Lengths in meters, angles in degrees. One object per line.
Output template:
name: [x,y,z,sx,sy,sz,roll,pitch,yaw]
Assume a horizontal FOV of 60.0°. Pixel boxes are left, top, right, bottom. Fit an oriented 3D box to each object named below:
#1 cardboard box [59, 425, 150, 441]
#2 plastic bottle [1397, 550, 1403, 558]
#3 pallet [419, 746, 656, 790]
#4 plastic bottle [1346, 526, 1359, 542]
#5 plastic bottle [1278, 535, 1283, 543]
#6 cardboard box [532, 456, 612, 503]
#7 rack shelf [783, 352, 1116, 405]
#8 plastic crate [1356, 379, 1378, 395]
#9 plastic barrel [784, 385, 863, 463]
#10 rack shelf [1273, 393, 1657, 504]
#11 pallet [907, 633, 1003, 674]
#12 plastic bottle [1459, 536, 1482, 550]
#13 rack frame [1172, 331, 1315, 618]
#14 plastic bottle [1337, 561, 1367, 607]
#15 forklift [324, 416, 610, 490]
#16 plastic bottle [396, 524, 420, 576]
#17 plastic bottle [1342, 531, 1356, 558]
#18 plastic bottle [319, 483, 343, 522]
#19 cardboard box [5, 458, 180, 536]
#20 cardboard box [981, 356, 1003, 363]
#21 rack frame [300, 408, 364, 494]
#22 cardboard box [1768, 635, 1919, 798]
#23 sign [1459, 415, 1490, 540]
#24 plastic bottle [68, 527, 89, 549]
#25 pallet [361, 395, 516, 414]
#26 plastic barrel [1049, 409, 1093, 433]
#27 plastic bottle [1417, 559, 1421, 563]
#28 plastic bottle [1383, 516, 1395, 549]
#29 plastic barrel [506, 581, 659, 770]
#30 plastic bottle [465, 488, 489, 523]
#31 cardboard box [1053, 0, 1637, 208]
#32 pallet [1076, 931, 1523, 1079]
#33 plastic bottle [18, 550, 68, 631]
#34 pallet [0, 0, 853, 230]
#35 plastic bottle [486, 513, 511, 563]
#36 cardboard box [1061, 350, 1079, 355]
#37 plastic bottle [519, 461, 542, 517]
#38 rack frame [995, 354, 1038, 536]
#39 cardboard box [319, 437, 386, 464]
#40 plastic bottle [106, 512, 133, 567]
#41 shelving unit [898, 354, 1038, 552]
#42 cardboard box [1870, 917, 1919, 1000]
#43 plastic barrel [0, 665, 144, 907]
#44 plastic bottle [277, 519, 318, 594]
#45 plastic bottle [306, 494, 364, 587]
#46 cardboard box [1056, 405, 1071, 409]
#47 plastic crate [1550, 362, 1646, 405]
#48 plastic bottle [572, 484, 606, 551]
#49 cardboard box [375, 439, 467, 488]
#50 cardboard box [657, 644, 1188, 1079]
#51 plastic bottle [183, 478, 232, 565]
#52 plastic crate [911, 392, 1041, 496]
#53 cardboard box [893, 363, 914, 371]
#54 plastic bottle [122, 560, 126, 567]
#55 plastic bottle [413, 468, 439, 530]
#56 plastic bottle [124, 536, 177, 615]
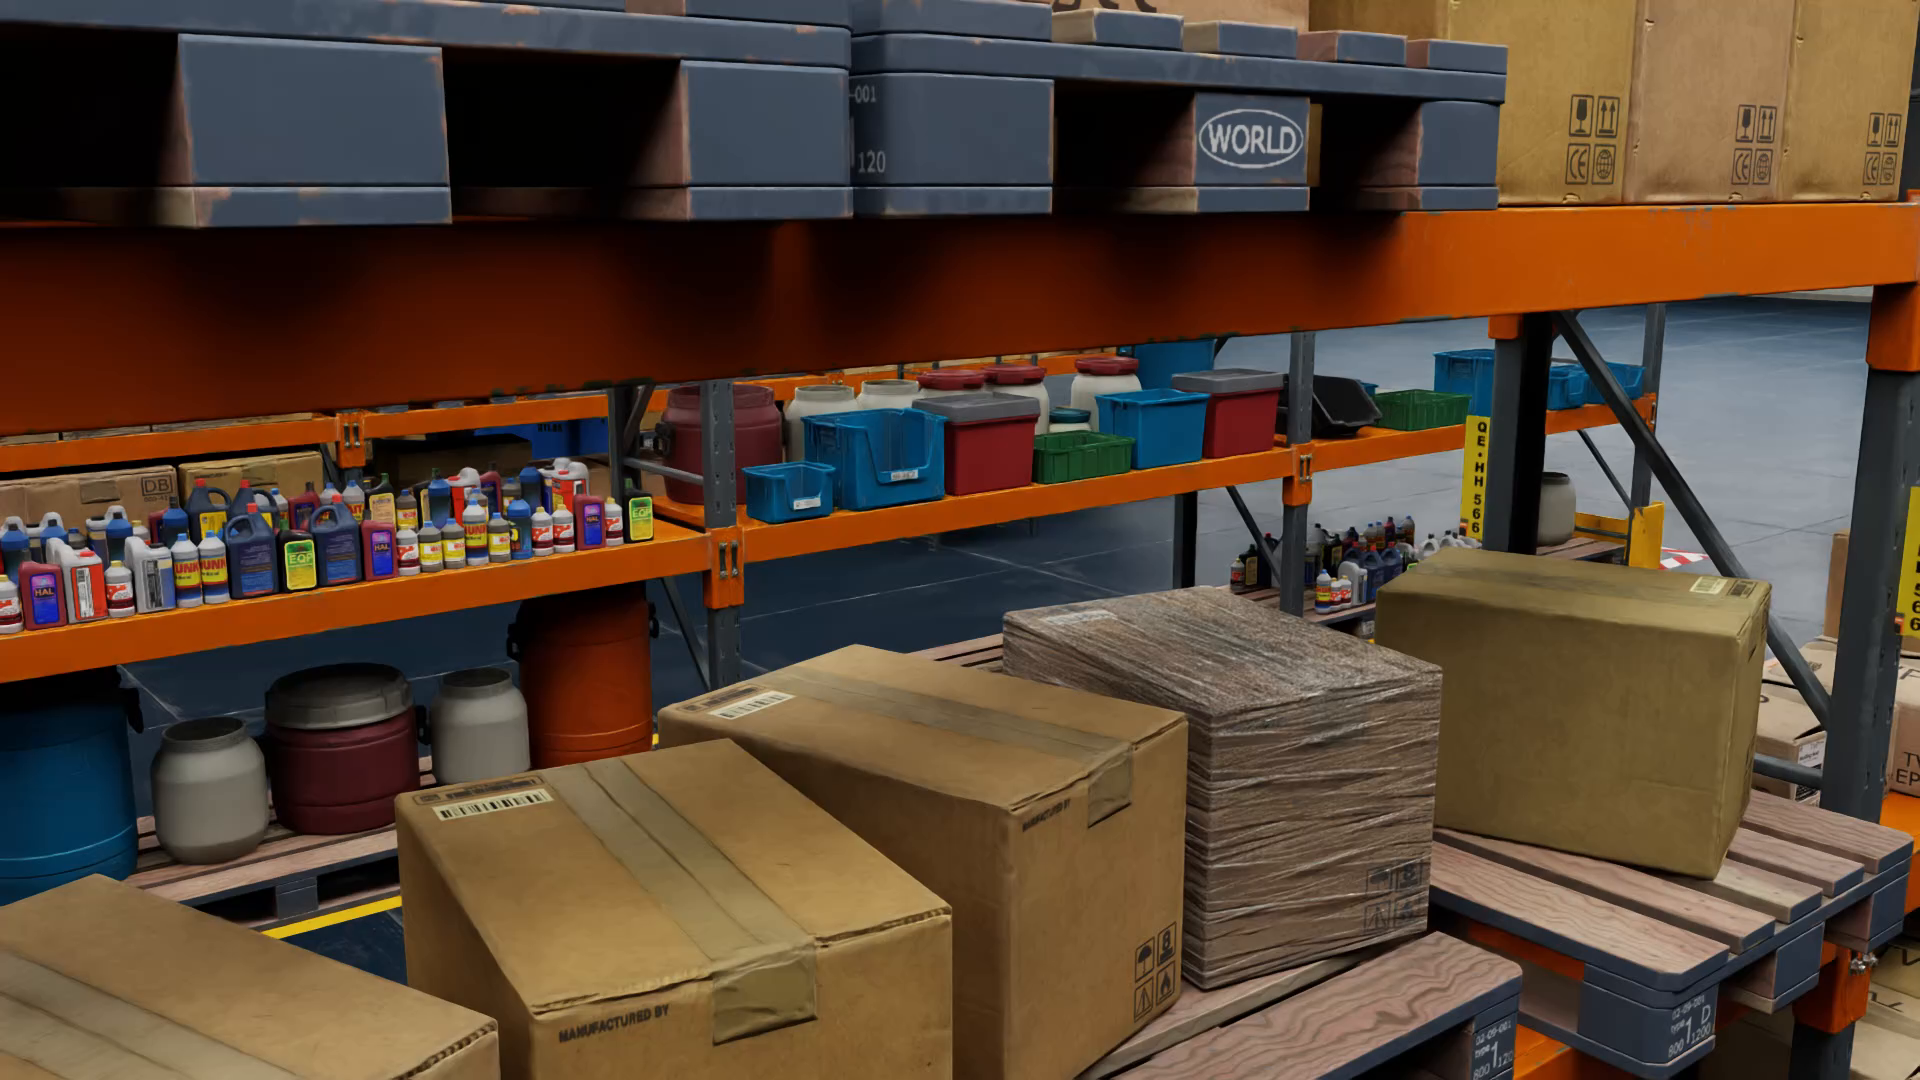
cardboard box: [-5.492,-0.928,10.535,0.500,0.500,0.500,-10,16,-39]
plastic bottle: [2.881,0.202,10.965,0.097,0.271,0.097,0,12,0]
pallet: [-1.960,1.162,7.649,1.213,0.211,1.003,-9,15,-38]
plastic bottle: [2.762,0.039,11.735,0.097,0.271,0.097,0,12,0]
plastic bottle: [2.225,0.095,11.278,0.185,0.351,0.144,-10,16,-40]
cardboard box: [-3.091,-0.346,12.995,0.500,0.500,0.700,-8,14,-33]
rack shelf: [0.220,-1.541,15.397,4.000,0.370,1.077,-9,15,-38]
plastic crate: [2.447,-0.945,11.216,0.616,0.251,0.499,-9,15,-38]
plastic barrel: [-0.701,-0.534,8.653,0.421,0.512,0.421,0,12,0]
rack shelf: [3.315,-0.738,11.614,4.000,0.370,1.077,-9,15,-38]
pallet: [0.211,0.801,9.348,1.213,0.211,1.003,-9,15,-38]
plastic bottle: [3.502,0.105,11.409,0.135,0.276,0.152,-9,15,-37]
rack frame: [1.753,-0.830,10.317,0.127,3.000,1.000,-9,15,-38]
plastic bottle: [2.511,0.270,10.633,0.135,0.276,0.152,-9,15,-36]
forklift: [-4.504,-1.599,14.102,3.031,2.935,1.130,2,12,10]
plastic bottle: [-2.234,0.038,6.707,0.097,0.201,0.097,0,12,0]
plastic bottle: [2.674,0.083,11.497,0.133,0.283,0.061,-9,15,-38]
plastic bottle: [-2.740,-0.114,7.254,0.097,0.271,0.097,0,12,0]
cardboard box: [-5.717,-0.080,10.889,0.875,0.875,1.225,-9,15,-37]
cardboard box: [0.177,-1.687,14.955,0.250,0.149,0.380,-9,15,-38]
rack frame: [-4.465,-1.115,11.656,0.127,3.000,1.000,-9,15,-38]
cardboard box: [2.540,0.452,4.495,0.500,0.311,0.500,-10,15,-38]
sign: [1.372,-0.163,4.389,0.005,0.325,0.100,-9,15,-38]
plastic bottle: [-3.531,0.052,6.642,0.097,0.201,0.097,0,12,0]
pallet: [-3.975,-1.130,12.193,1.003,0.211,1.213,-9,15,-38]
plastic barrel: [0.623,-0.616,9.640,0.301,0.262,0.301,0,12,0]
plastic bottle: [3.025,0.228,11.009,0.097,0.201,0.097,0,12,0]
plastic bottle: [3.078,-0.025,12.004,0.133,0.283,0.061,-9,15,-37]
plastic barrel: [-1.742,0.611,7.743,0.708,0.830,0.600,-9,15,-38]
plastic bottle: [-2.179,-0.132,7.509,0.097,0.201,0.097,0,12,0]
cardboard box: [0.597,-0.828,2.843,0.500,0.500,0.910,-9,15,-38]
pallet: [0.205,0.840,2.915,1.213,0.211,1.003,-9,15,-38]
plastic bottle: [-3.248,0.171,5.882,0.133,0.283,0.061,-9,15,-38]
pallet: [-0.849,-0.437,1.696,1.003,0.211,1.213,-9,15,-38]
plastic bottle: [-1.930,-0.013,6.944,0.097,0.201,0.097,0,12,0]
cardboard box: [0.904,-1.831,15.633,0.250,0.149,0.380,-9,15,-38]
plastic bottle: [-2.018,-0.234,7.819,0.097,0.271,0.097,0,12,0]
rack frame: [0.464,-0.811,13.836,0.032,1.500,0.500,-9,15,-38]
cardboard box: [-6.272,-1.216,16.537,0.750,0.750,1.050,-9,15,-37]
plastic bottle: [-3.331,0.025,6.601,0.097,0.271,0.097,0,12,0]
shelving unit: [0.067,-0.745,13.525,1.048,1.500,0.538,-9,15,-38]
cardboard box: [2.718,1.268,4.694,0.500,0.311,0.500,-10,16,-39]
plastic barrel: [-3.506,0.869,6.355,0.708,0.901,0.600,-9,15,-38]
plastic bottle: [-2.561,0.057,6.419,0.133,0.283,0.061,-9,15,-38]
plastic bottle: [-2.463,-0.003,6.541,0.185,0.351,0.144,-9,15,-38]
cardboard box: [1.284,-1.057,16.392,0.500,0.500,0.500,-6,14,-27]
plastic crate: [4.672,-1.163,12.243,0.616,0.251,0.499,-9,15,-38]
plastic bottle: [-1.600,-0.103,7.171,0.133,0.283,0.061,-9,15,-38]
cardboard box: [-3.960,-0.566,12.225,0.500,0.250,0.500,-9,15,-35]
cardboard box: [-0.062,0.518,2.716,0.700,0.500,0.500,9,15,36]
plastic bottle: [-3.121,-0.083,6.918,0.185,0.351,0.144,-9,15,-38]
plastic crate: [0.082,-0.503,8.620,0.583,0.464,0.402,-9,15,-38]
cardboard box: [-0.604,-1.557,14.345,0.250,0.149,0.380,-9,15,-38]
plastic bottle: [-3.083,0.139,6.233,0.097,0.201,0.097,0,12,0]
plastic bottle: [-2.405,-0.180,7.538,0.133,0.283,0.061,-9,15,-38]
plastic bottle: [-2.990,0.120,6.141,0.135,0.276,0.152,-9,15,-38]
